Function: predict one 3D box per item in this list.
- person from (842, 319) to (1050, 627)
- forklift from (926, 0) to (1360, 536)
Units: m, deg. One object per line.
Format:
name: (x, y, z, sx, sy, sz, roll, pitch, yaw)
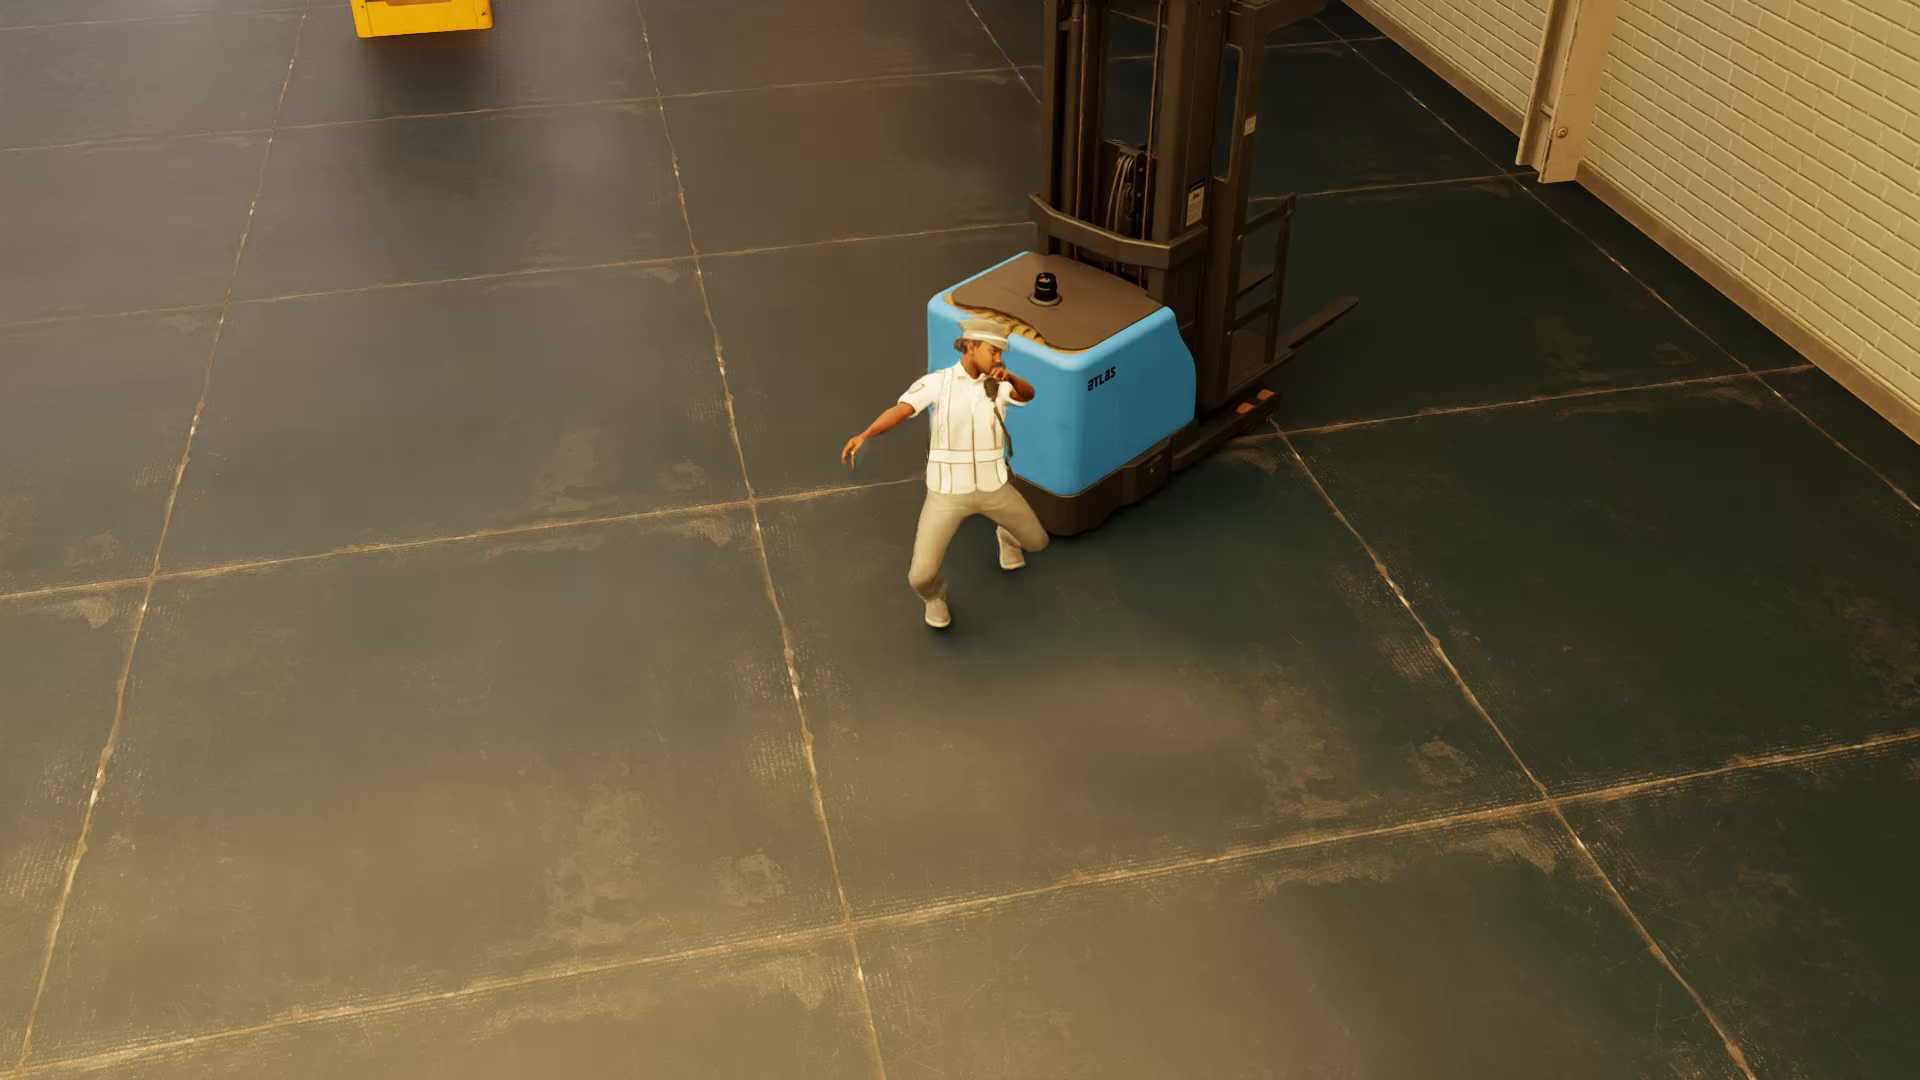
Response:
person: (-0.092, -0.267, 7.637, 1.015, 1.468, 0.725, -12, 38, -17)
forklift: (1.189, -1.981, 8.803, 1.130, 2.935, 3.031, 29, 44, 34)
